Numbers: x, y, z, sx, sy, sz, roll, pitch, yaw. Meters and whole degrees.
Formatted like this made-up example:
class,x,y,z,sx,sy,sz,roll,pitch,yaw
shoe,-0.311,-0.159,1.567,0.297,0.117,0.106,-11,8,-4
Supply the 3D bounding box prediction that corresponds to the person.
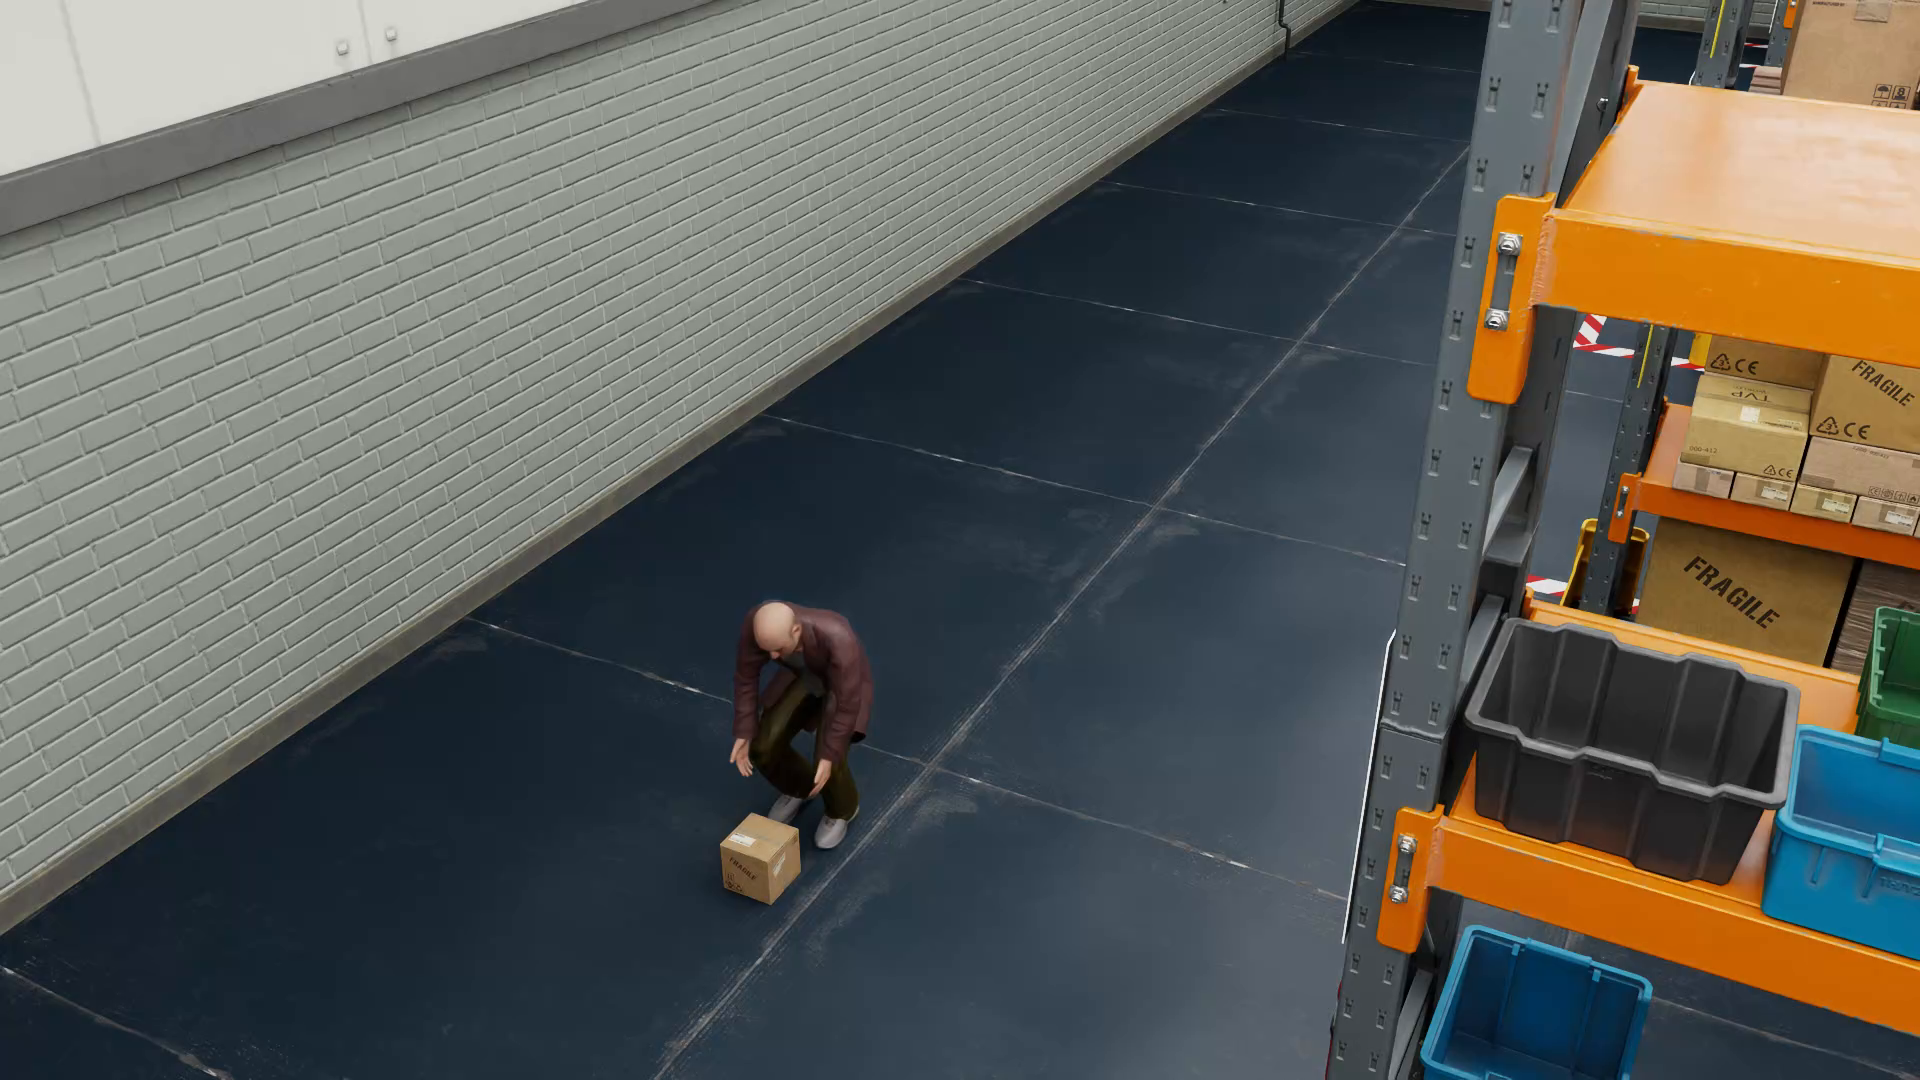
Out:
class,x,y,z,sx,sy,sz,roll,pitch,yaw
person,-0.744,1.017,7.503,0.577,0.850,0.950,13,32,22
